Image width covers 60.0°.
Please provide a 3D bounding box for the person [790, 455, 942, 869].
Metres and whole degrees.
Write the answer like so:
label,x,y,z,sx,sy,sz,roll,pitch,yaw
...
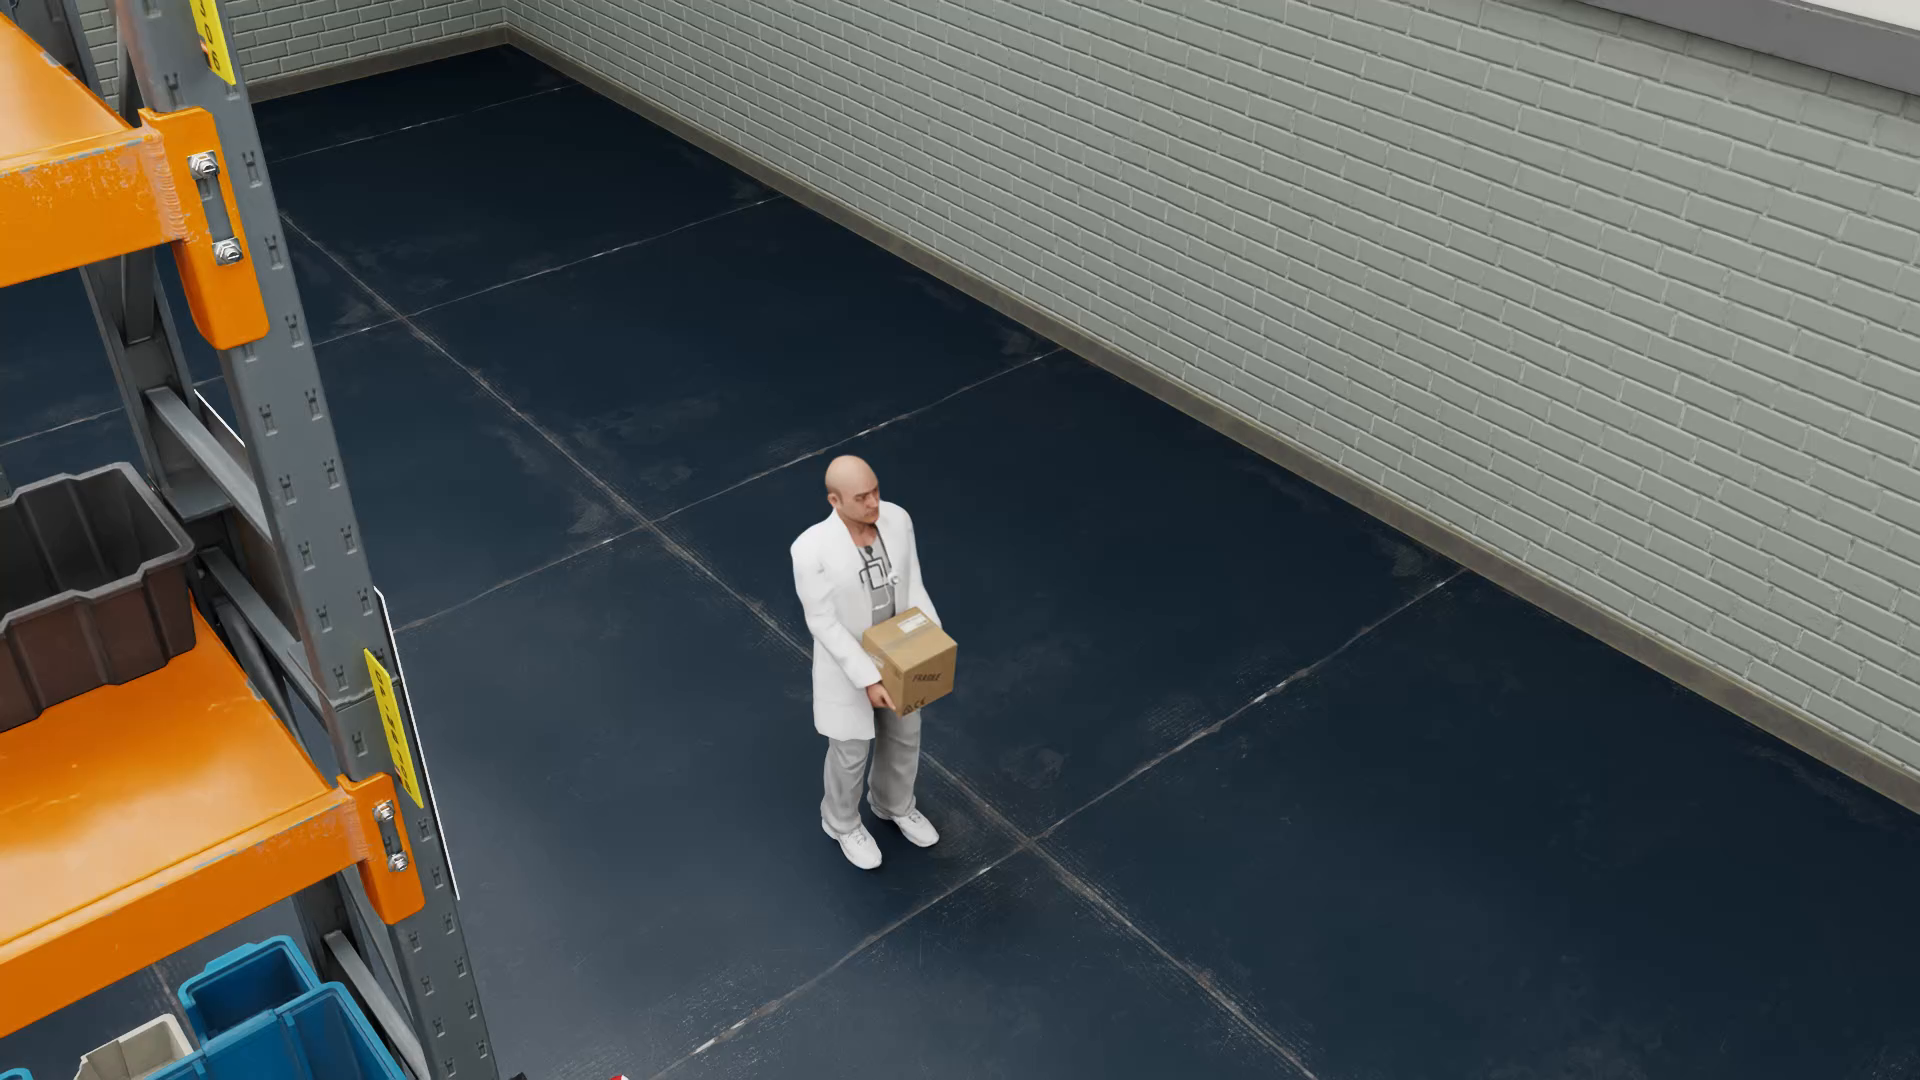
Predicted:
label,x,y,z,sx,sy,sz,roll,pitch,yaw
person,-0.301,0.513,6.378,0.529,1.772,0.553,-25,42,-31
